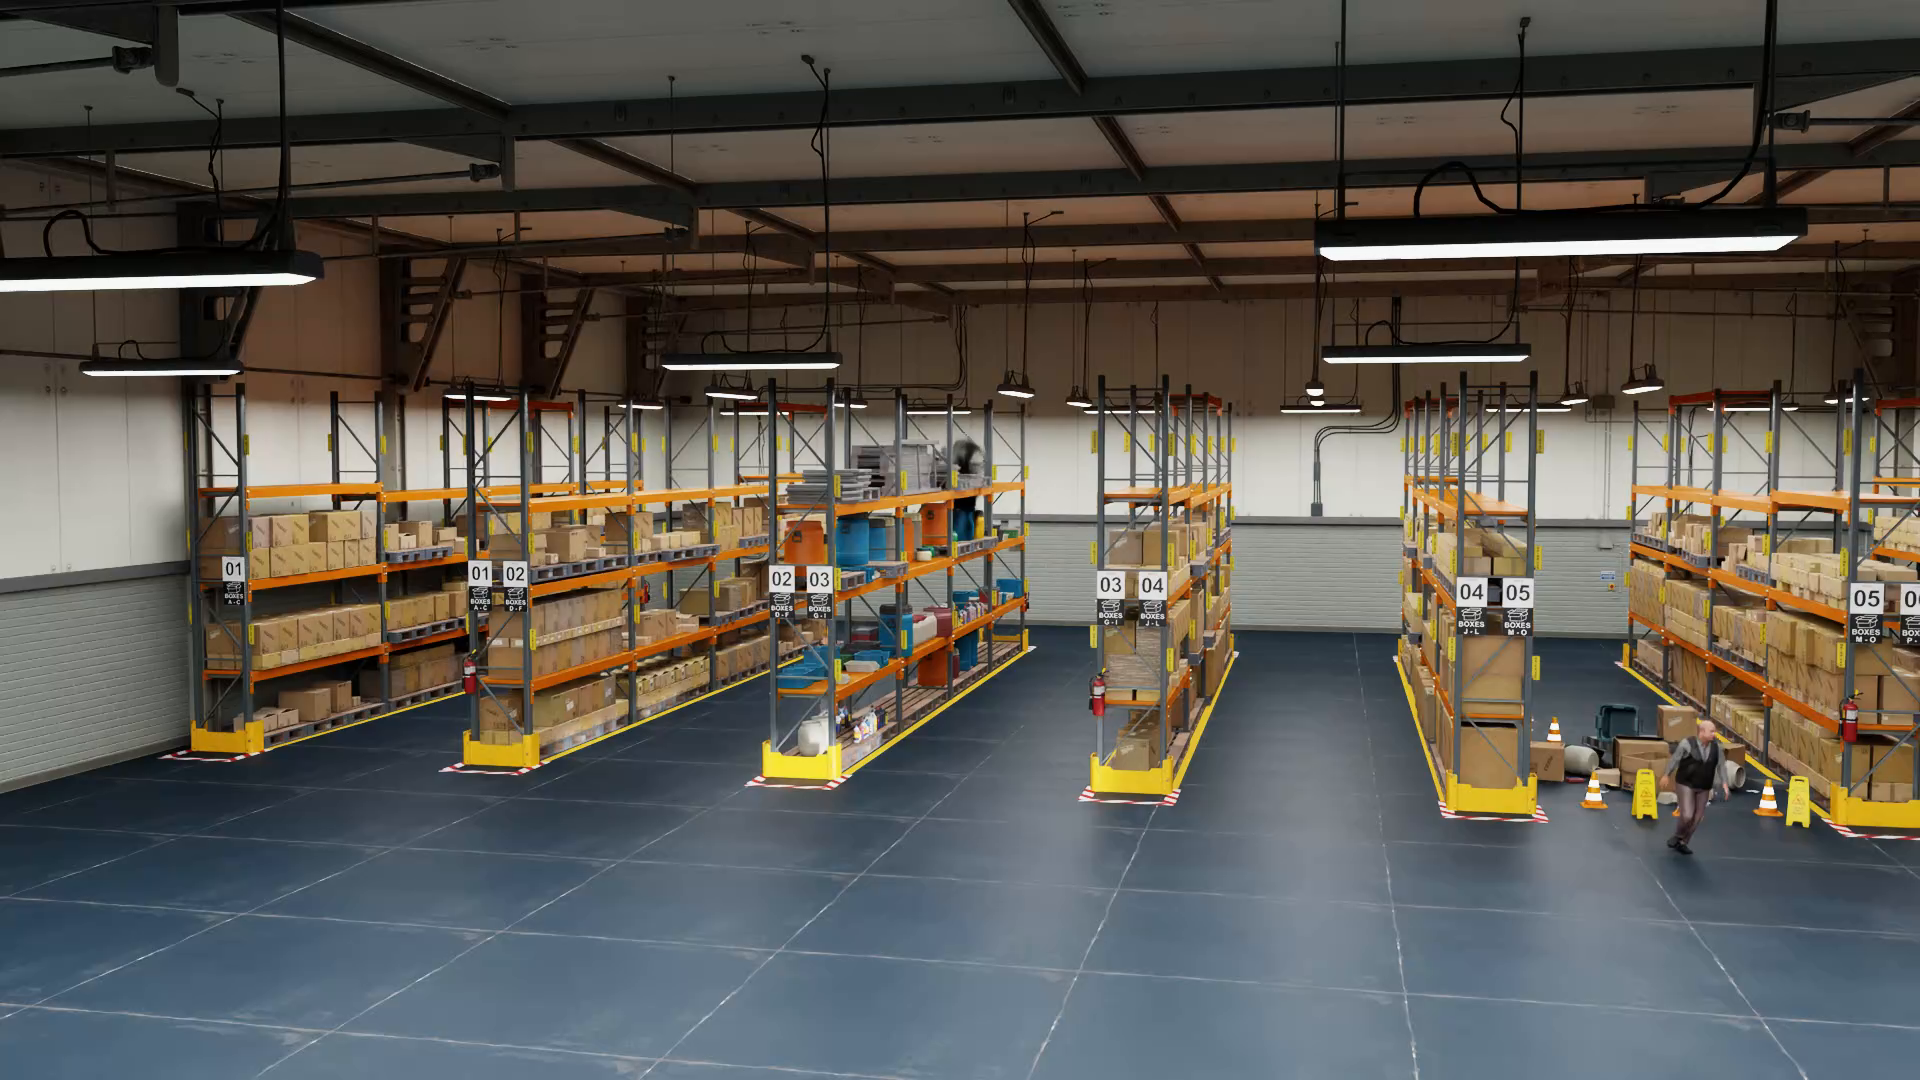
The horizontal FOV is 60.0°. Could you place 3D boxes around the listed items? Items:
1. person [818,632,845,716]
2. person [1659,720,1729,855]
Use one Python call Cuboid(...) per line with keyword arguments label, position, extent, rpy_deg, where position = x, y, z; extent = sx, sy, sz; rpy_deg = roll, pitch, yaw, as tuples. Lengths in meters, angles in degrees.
Cuboid(label="person", position=(-2.332, 2.452, 30.343), extent=(0.683, 1.585, 0.727), rpy_deg=(-1, 3, -20))
Cuboid(label="person", position=(8.957, 3.012, 20.214), extent=(0.657, 1.680, 0.642), rpy_deg=(0, 3, -6))
